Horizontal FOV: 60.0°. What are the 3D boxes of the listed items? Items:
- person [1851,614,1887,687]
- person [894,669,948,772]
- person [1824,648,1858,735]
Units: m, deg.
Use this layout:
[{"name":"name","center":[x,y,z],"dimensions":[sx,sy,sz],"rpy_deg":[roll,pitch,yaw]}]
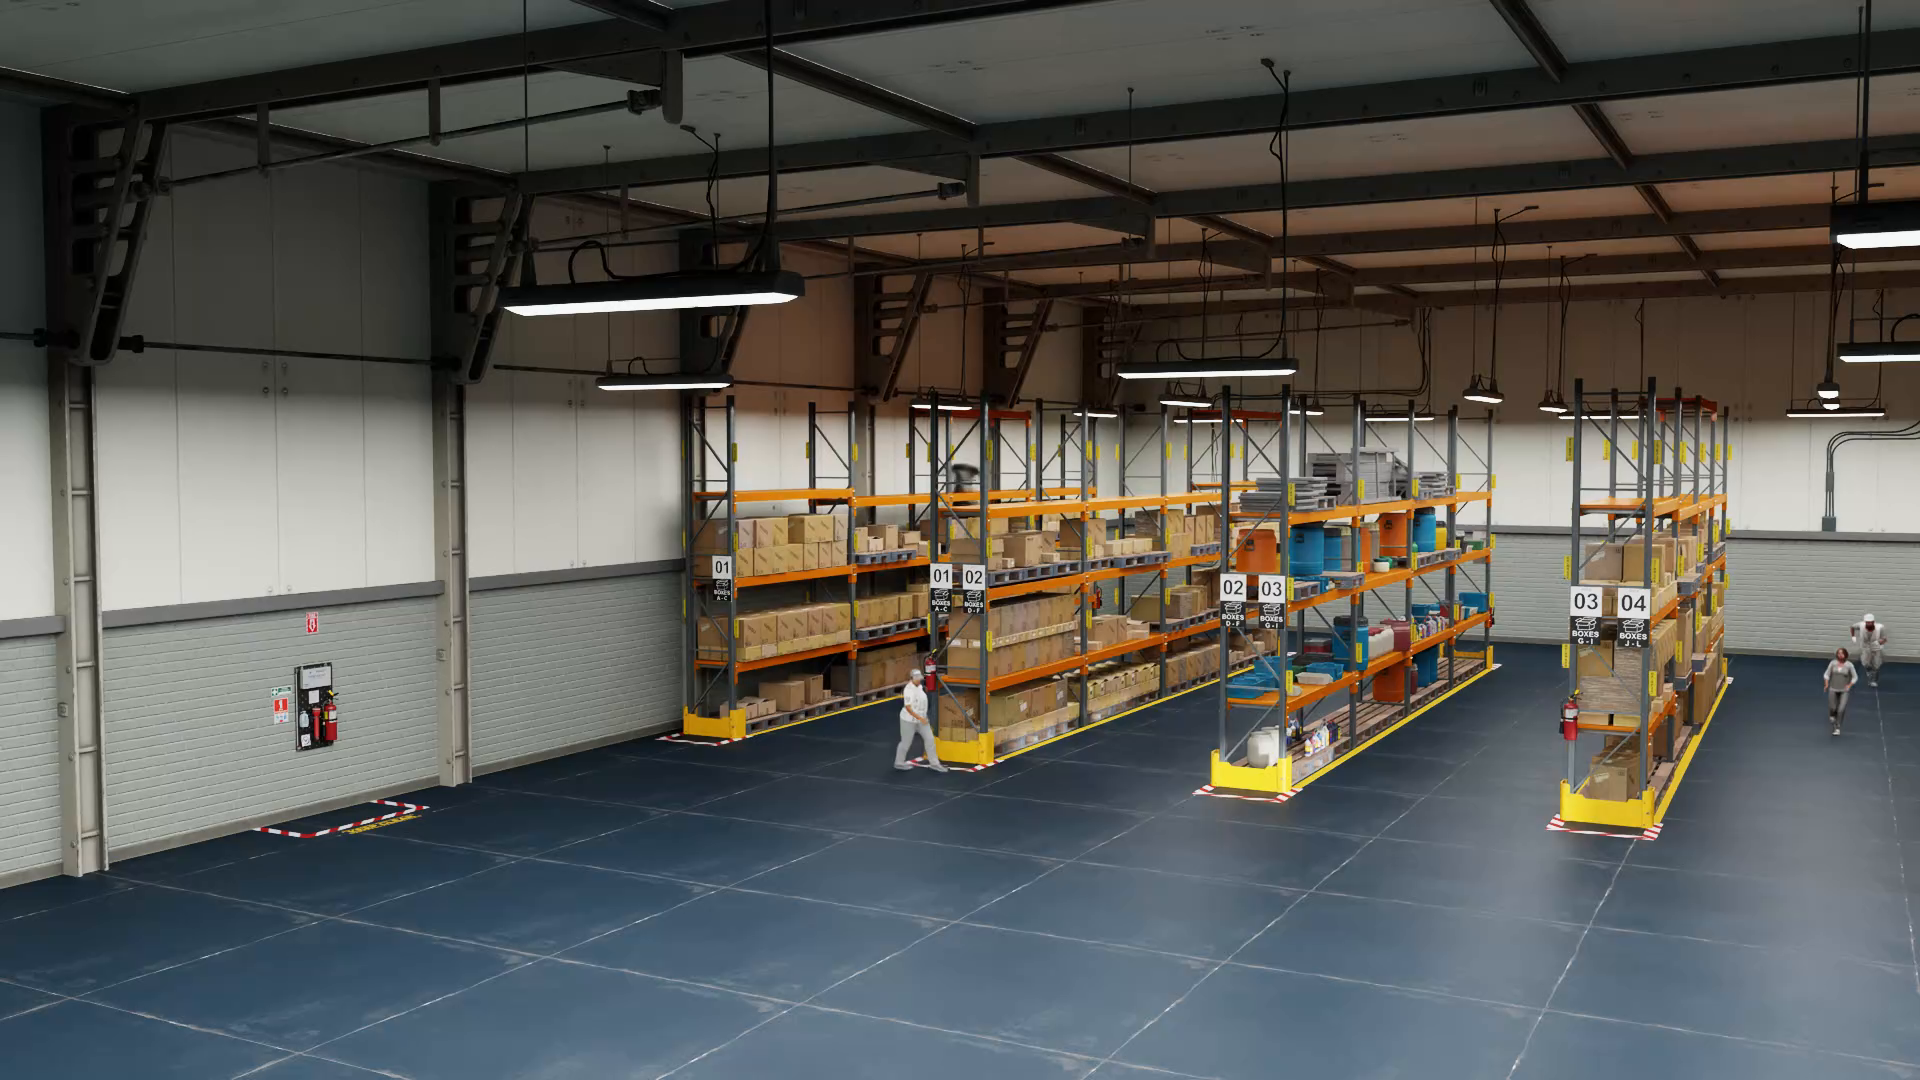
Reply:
[{"name":"person","center":[19.305,2.343,35.342],"dimensions":[0.719,1.591,0.860],"rpy_deg":[2,4,38]},{"name":"person","center":[-0.671,2.799,25.819],"dimensions":[0.873,1.614,0.568],"rpy_deg":[2,4,33]},{"name":"person","center":[15.613,2.676,29.476],"dimensions":[0.532,1.548,0.563],"rpy_deg":[2,4,32]}]
